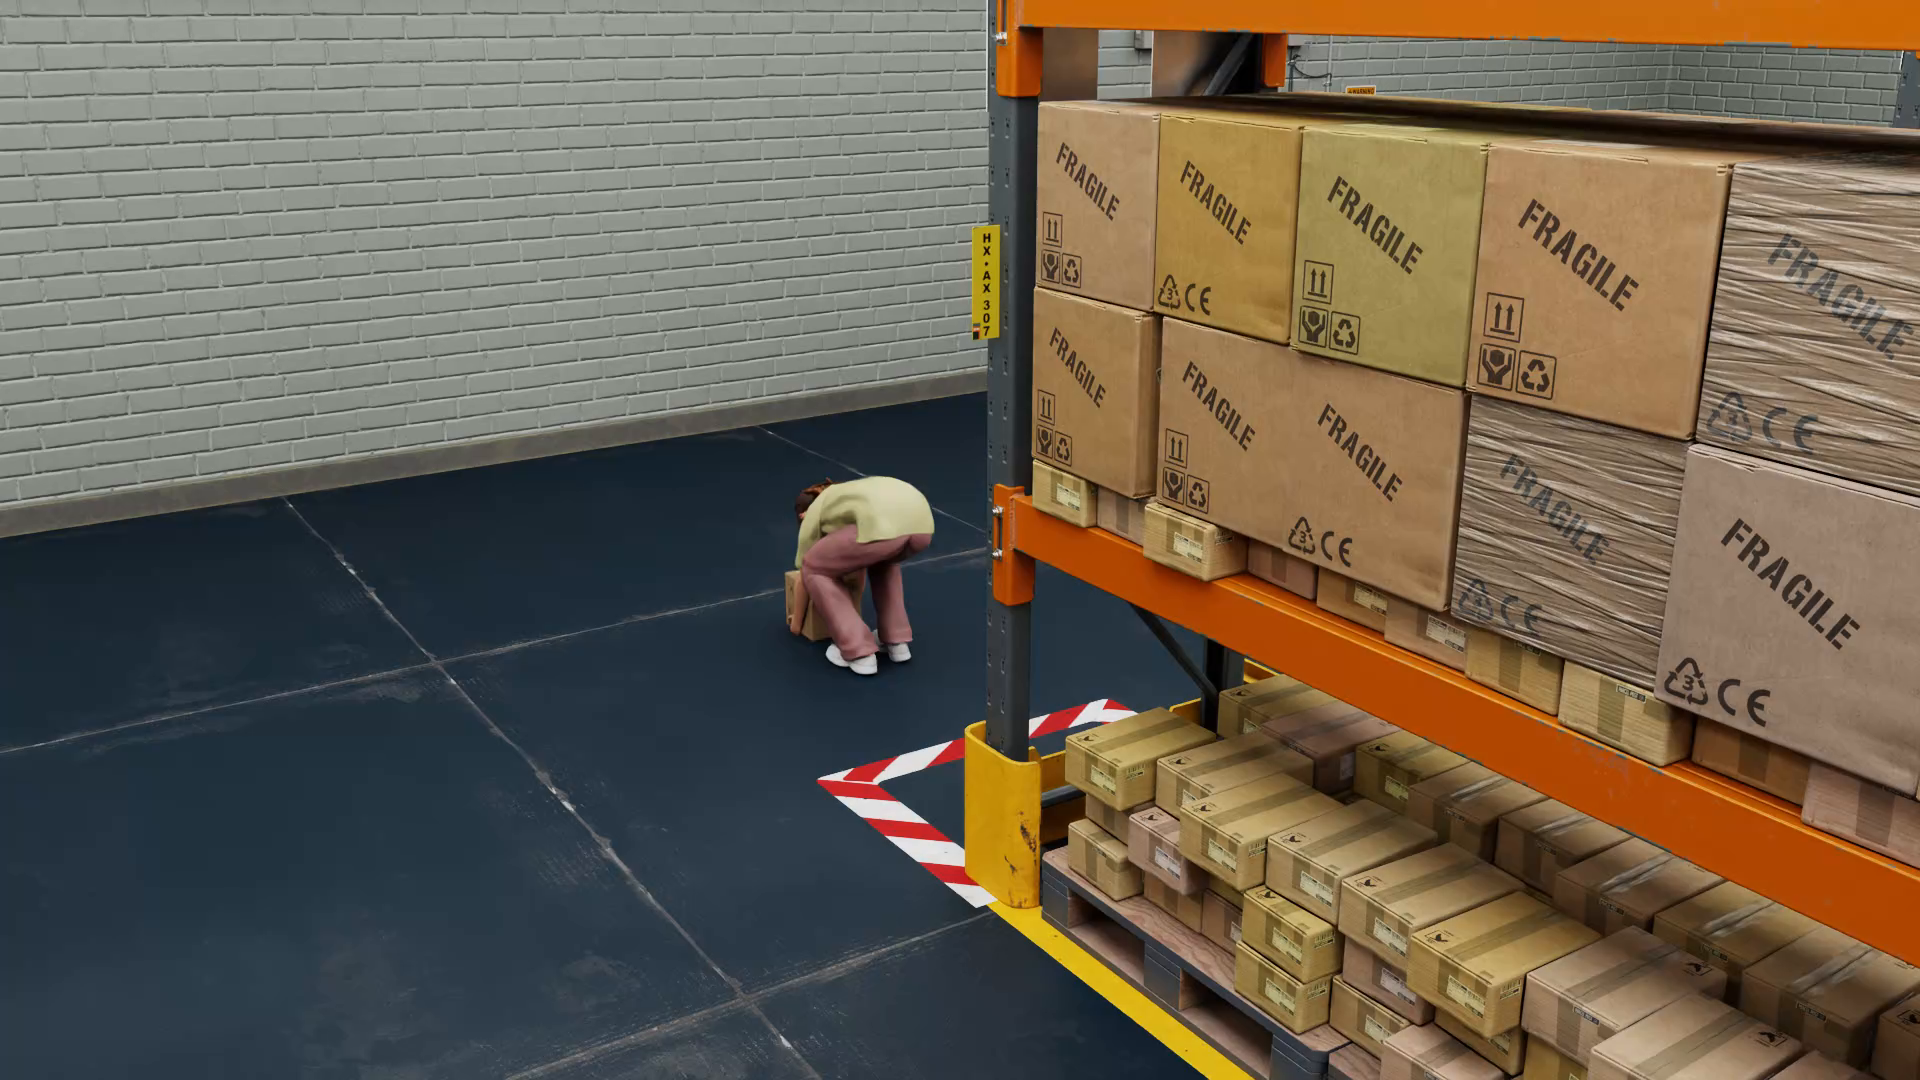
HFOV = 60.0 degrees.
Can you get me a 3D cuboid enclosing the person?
[{"bbox_3d":[-0.455,0.105,7.144,0.469,0.827,0.857,-13,22,-34],"label":"person"}]
